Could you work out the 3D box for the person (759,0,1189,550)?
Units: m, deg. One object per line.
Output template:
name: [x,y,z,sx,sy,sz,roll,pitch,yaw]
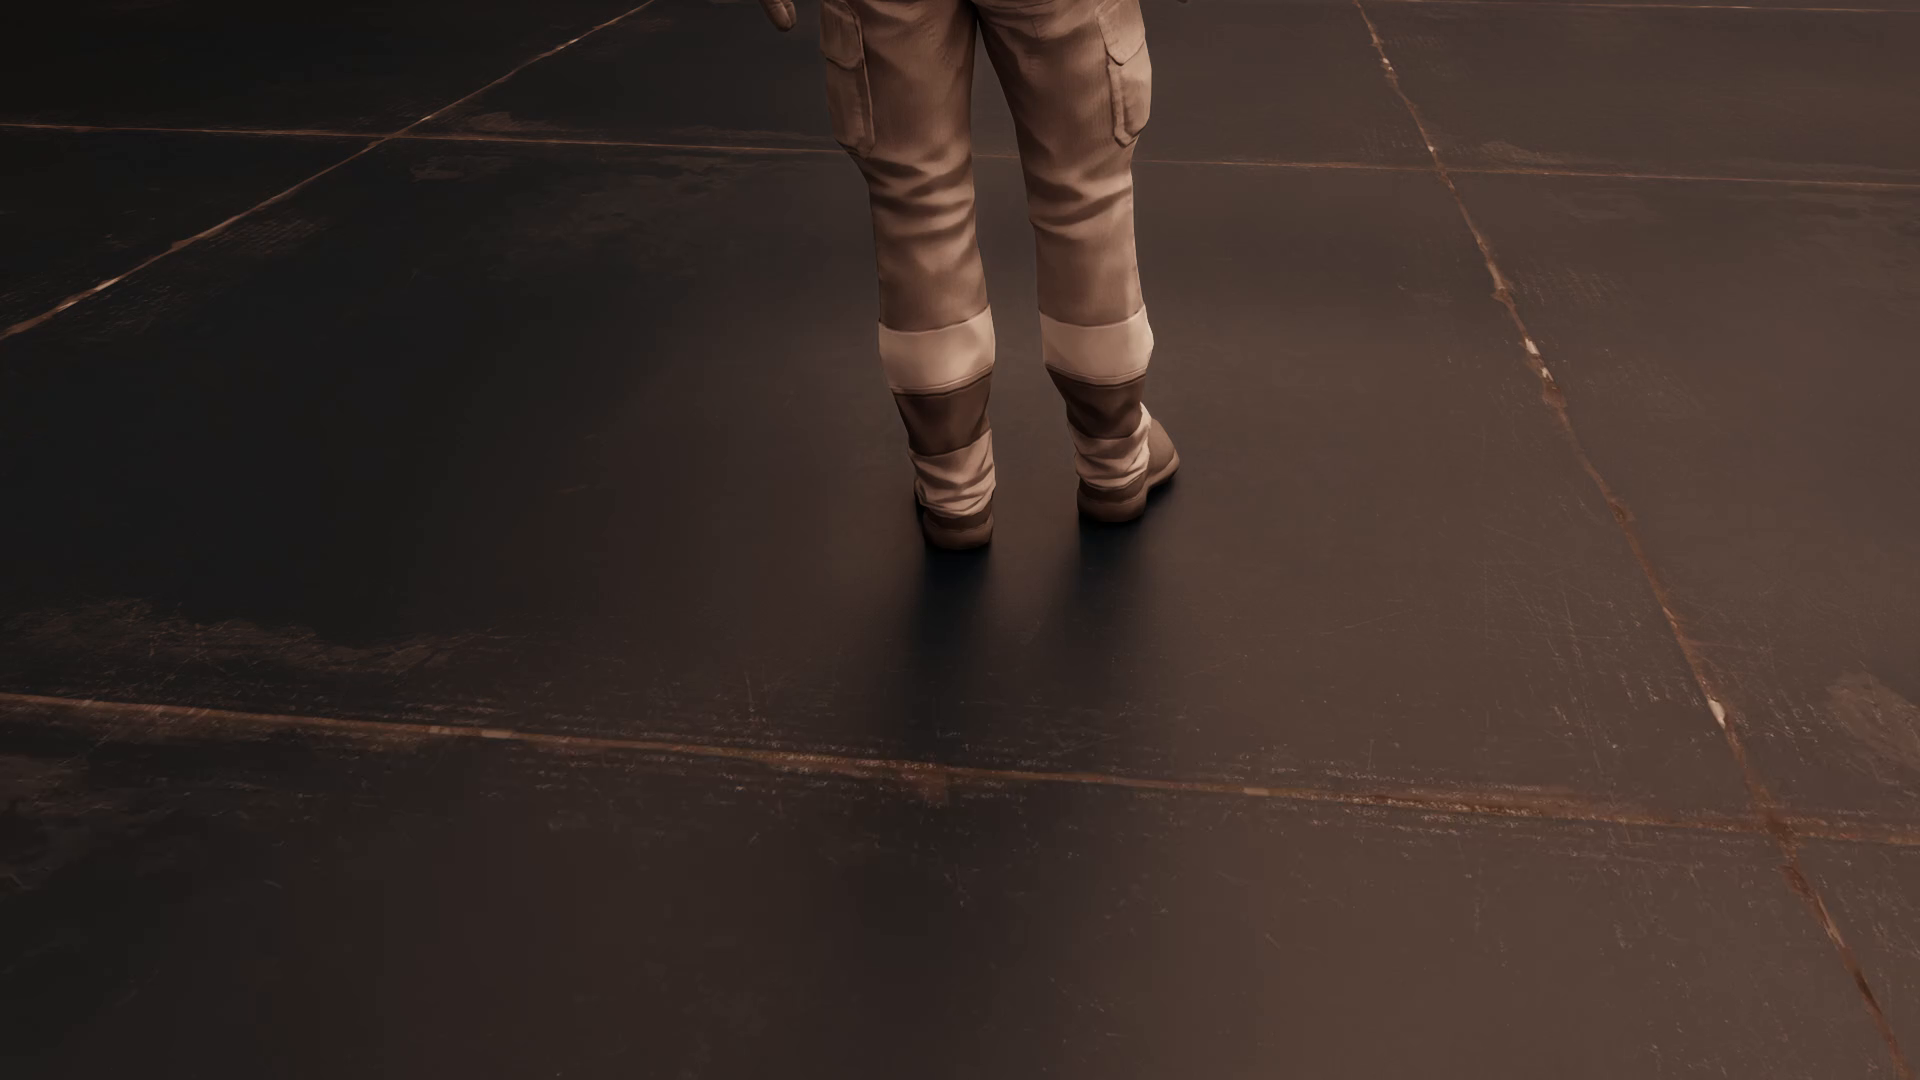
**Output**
person: [0.023,-0.842,2.167,0.637,1.787,0.564,3,27,7]
